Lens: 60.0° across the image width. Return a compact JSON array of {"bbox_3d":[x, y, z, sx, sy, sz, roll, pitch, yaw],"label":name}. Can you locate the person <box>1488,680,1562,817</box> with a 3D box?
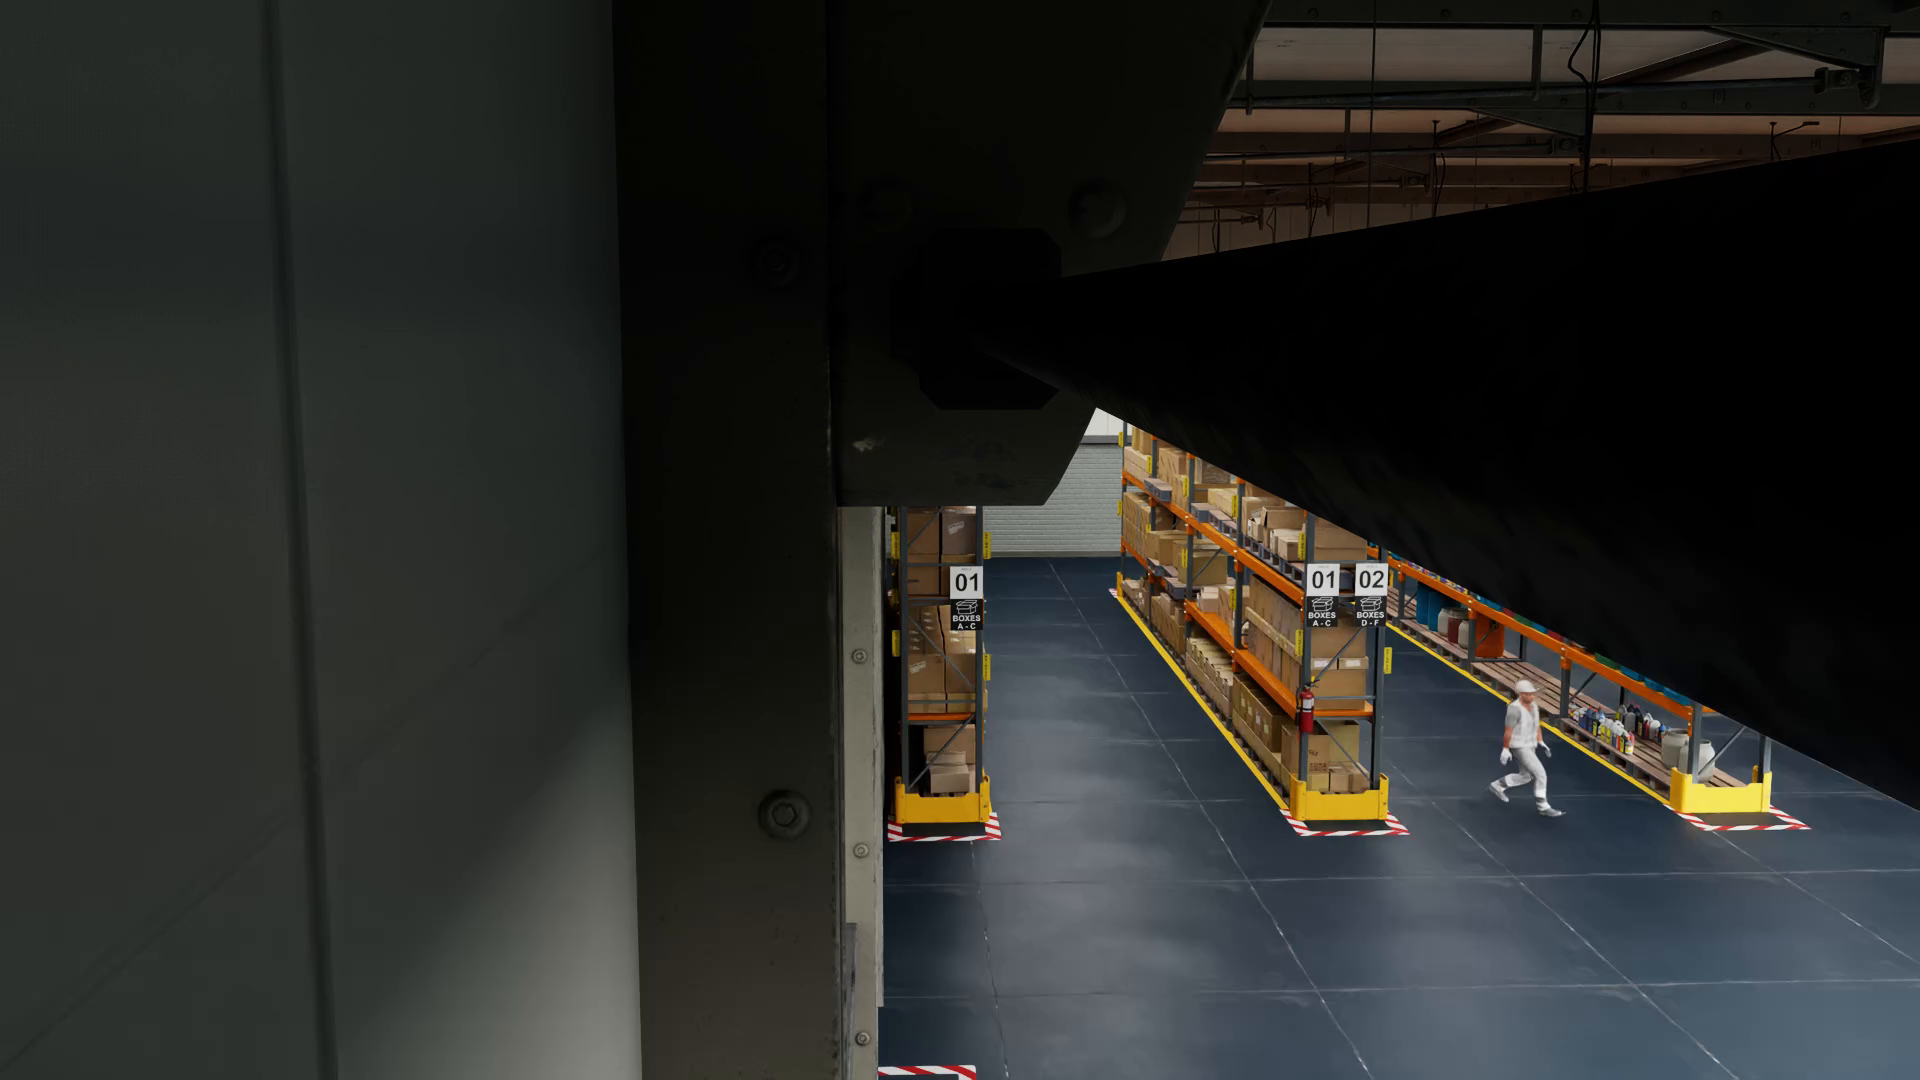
[{"bbox_3d":[7.097,2.579,20.867,0.553,1.684,1.026,-7,11,-42],"label":"person"}]
